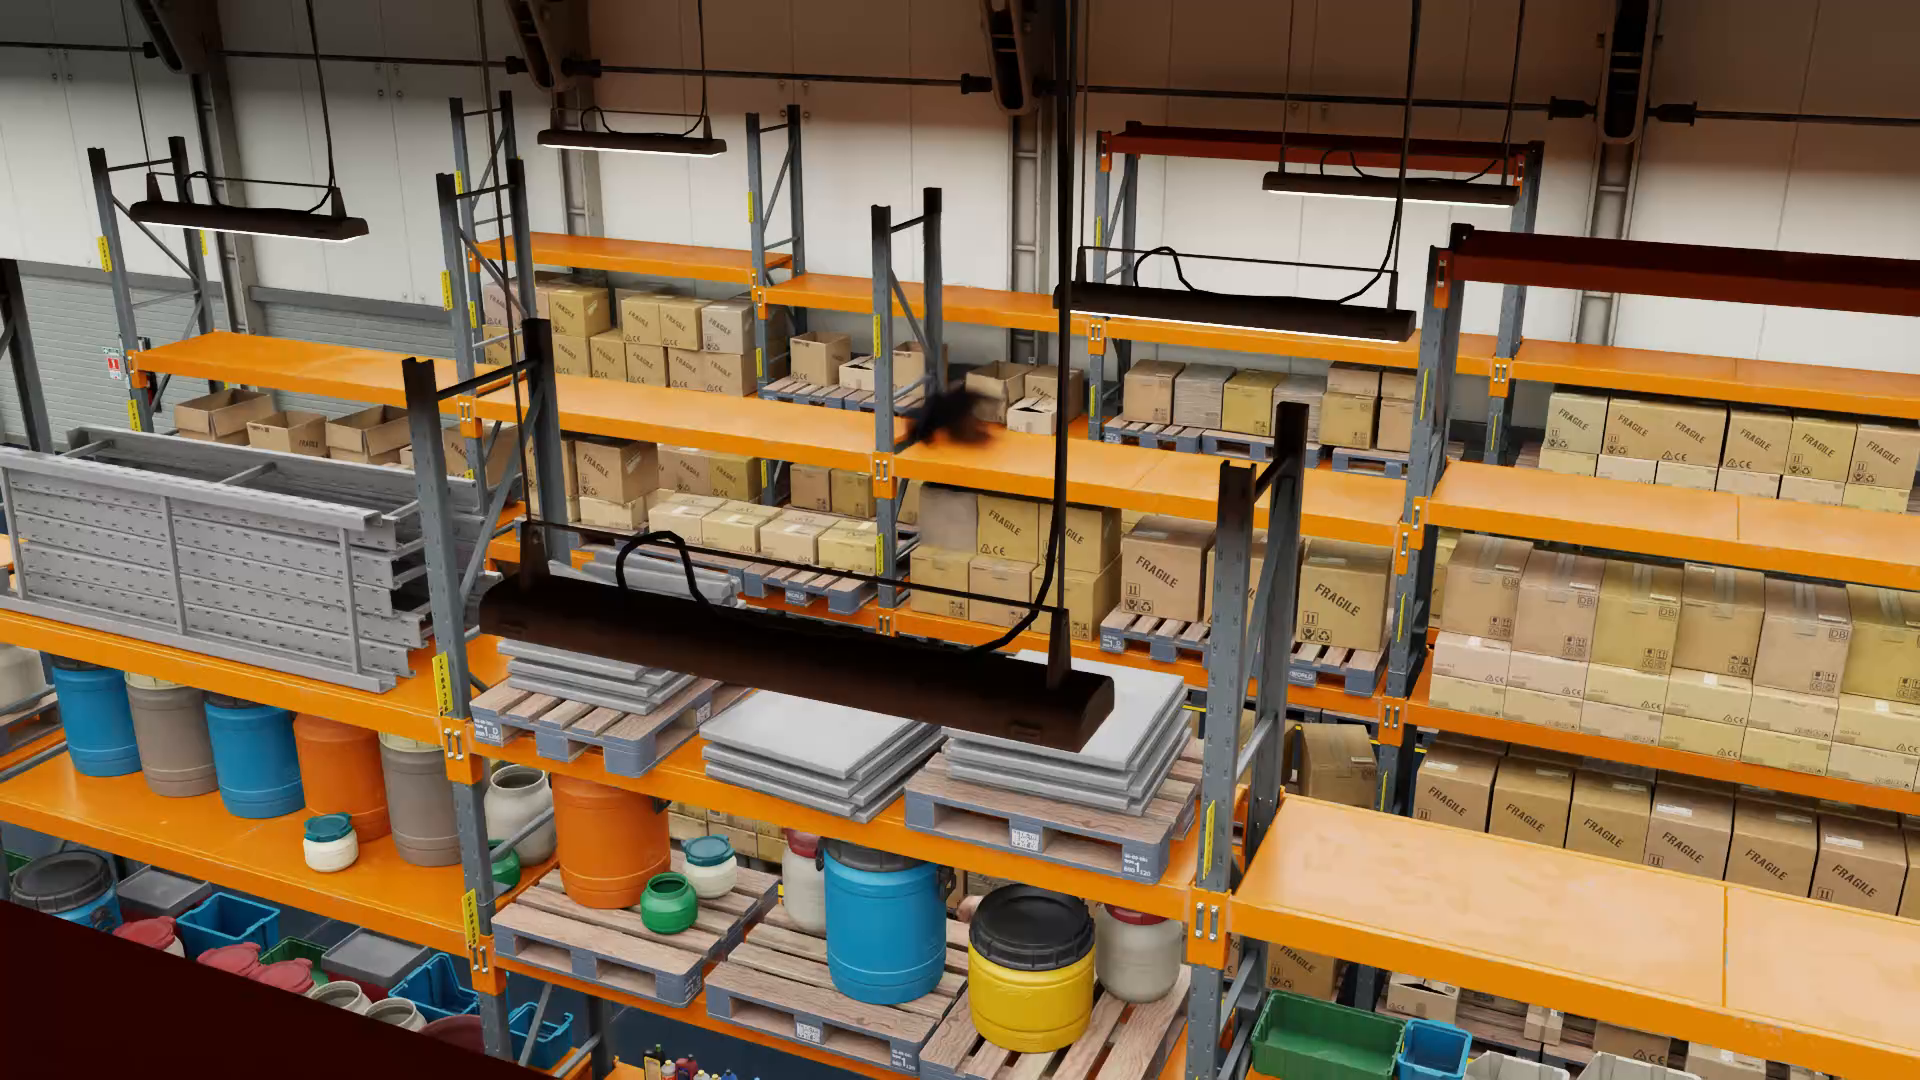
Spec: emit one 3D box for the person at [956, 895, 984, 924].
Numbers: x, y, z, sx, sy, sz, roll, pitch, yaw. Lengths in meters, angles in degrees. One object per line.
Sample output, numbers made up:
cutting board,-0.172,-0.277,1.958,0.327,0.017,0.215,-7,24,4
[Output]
person,0.088,3.163,11.015,0.829,1.829,0.672,6,21,15
